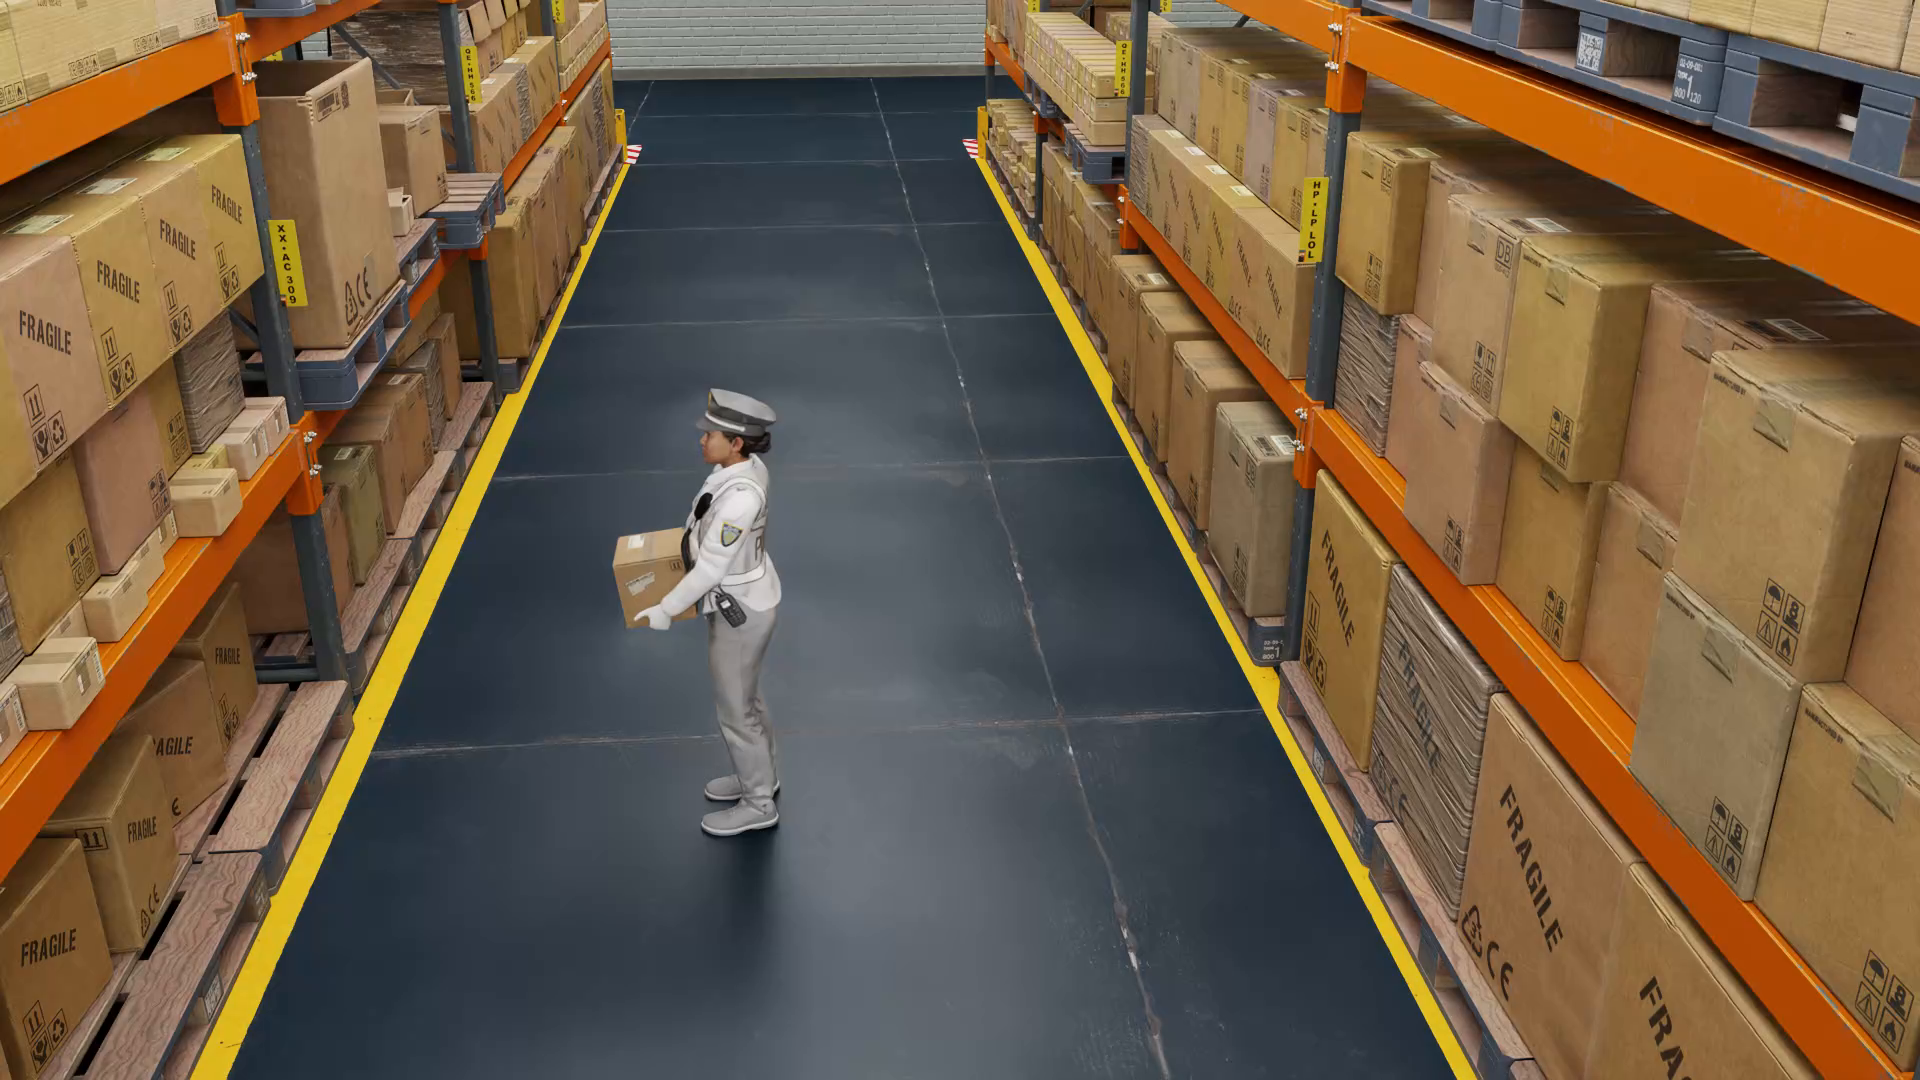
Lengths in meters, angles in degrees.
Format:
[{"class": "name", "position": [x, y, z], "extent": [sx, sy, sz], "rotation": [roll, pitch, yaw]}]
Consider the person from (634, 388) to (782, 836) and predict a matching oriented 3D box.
[{"class": "person", "position": [-0.893, 0.258, 5.991], "extent": [0.530, 1.691, 0.447], "rotation": [-2, 24, -5]}]
